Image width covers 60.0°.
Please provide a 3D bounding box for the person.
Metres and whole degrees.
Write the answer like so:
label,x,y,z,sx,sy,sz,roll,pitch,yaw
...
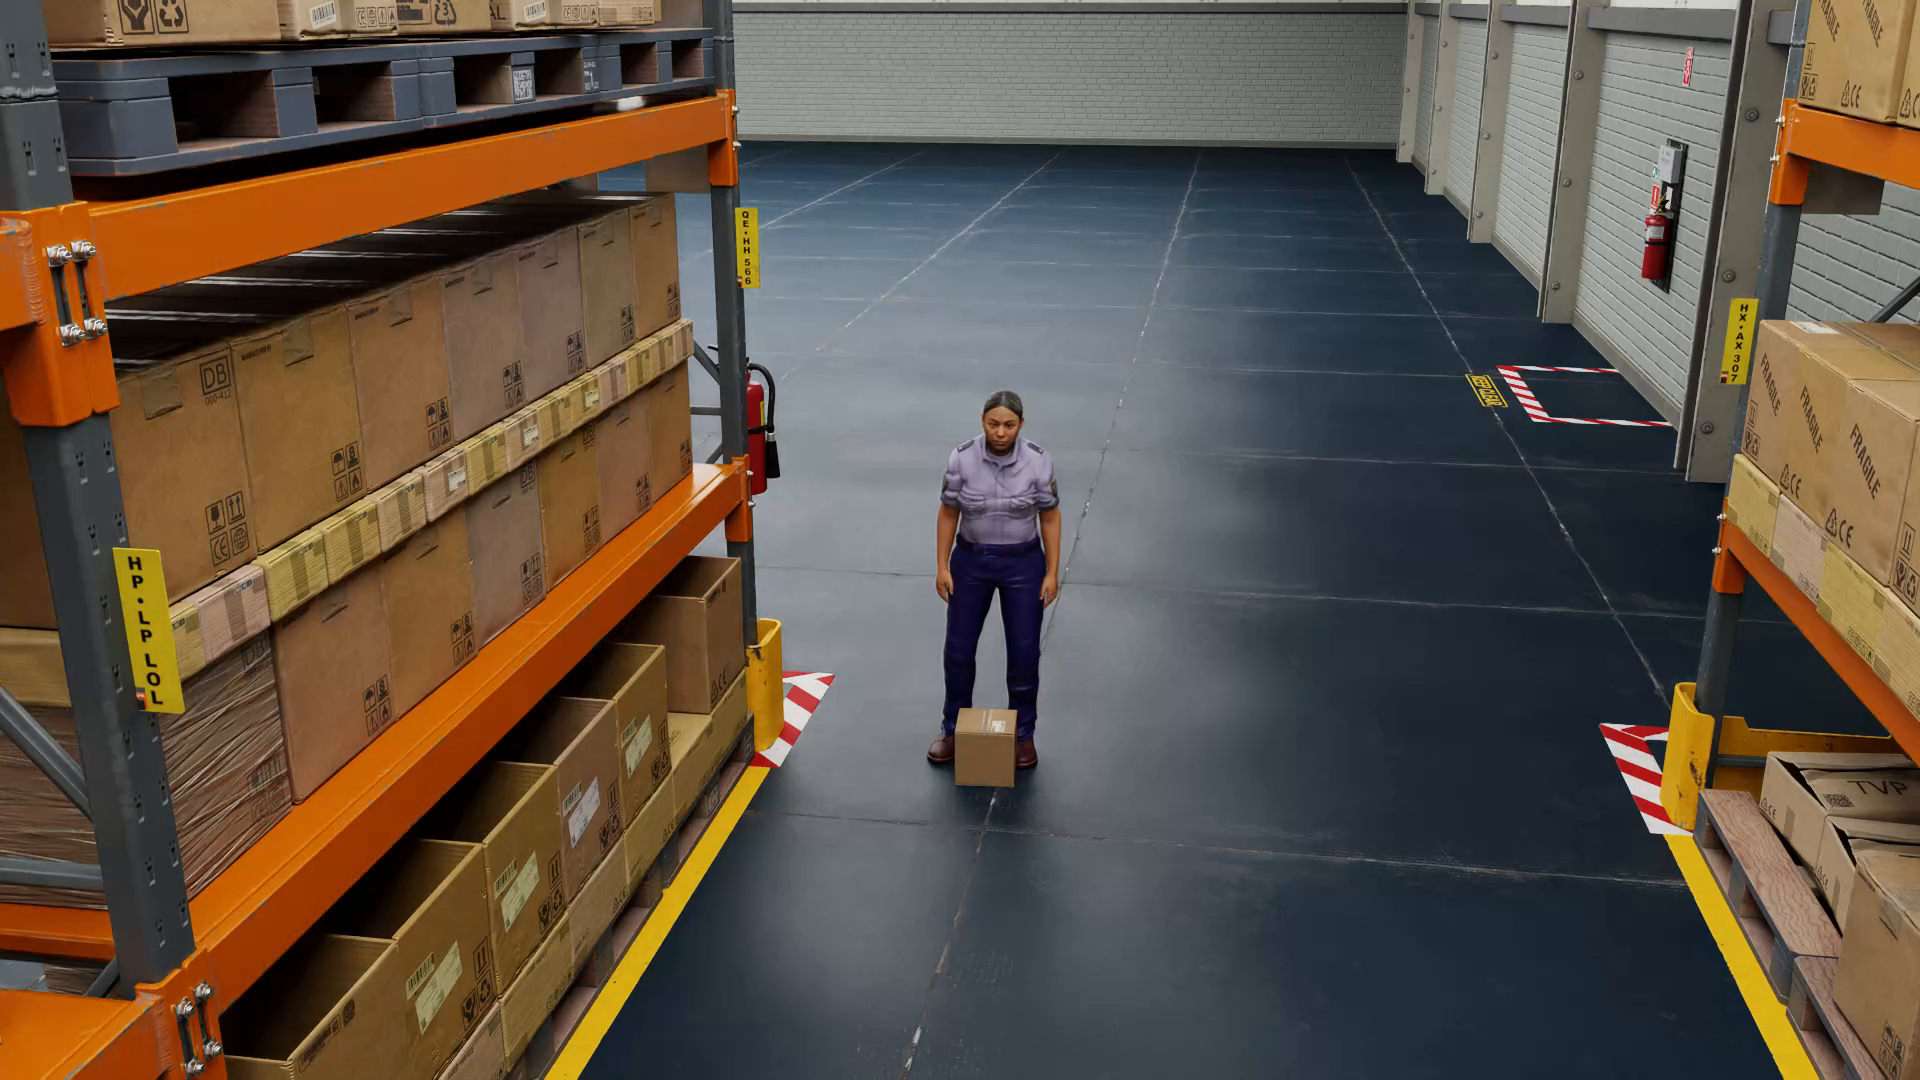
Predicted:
label,x,y,z,sx,sy,sz,roll,pitch,yaw
person,0.146,0.148,7.112,0.564,1.651,0.375,2,18,6
